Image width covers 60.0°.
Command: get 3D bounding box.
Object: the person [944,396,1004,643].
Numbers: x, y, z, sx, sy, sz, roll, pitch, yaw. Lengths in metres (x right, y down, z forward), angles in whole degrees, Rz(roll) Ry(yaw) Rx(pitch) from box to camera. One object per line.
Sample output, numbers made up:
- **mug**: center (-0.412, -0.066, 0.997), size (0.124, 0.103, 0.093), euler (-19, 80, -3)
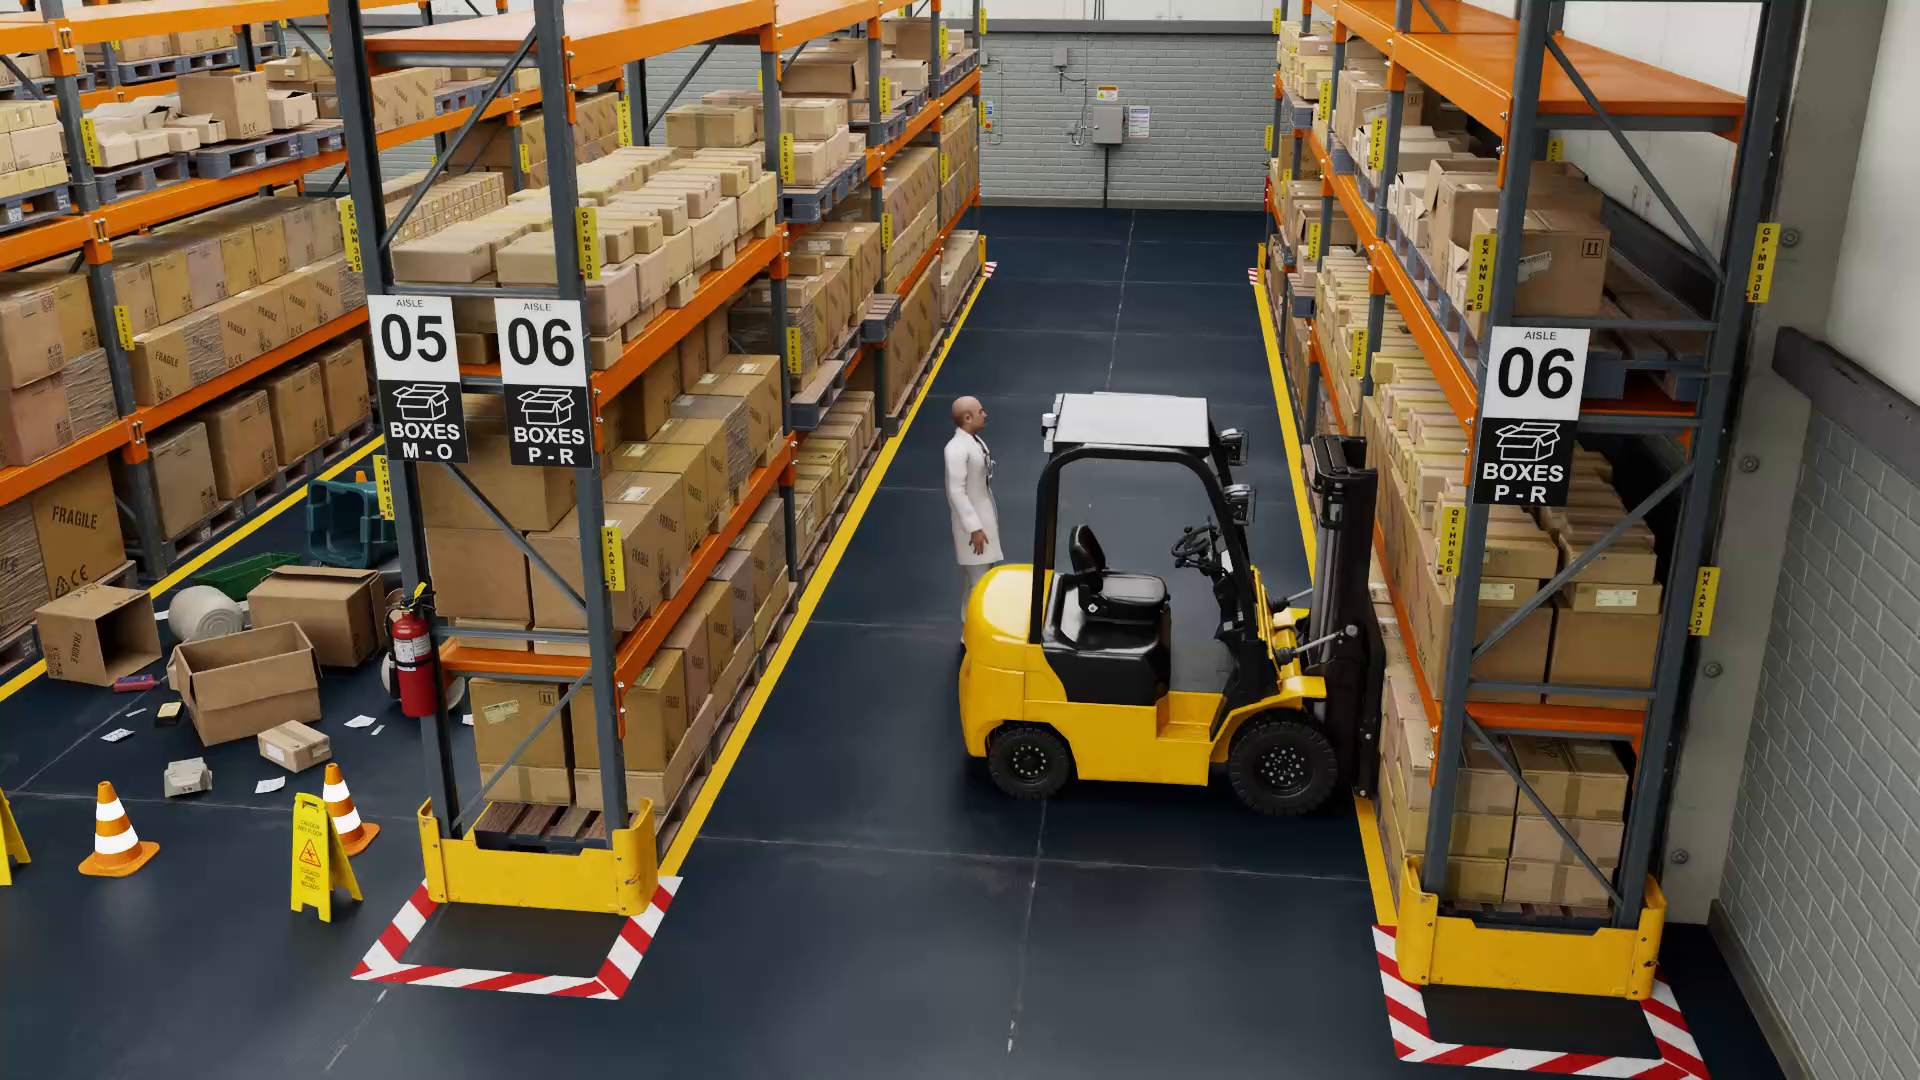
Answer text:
- **person**: center (0.196, -0.104, 11.347), size (0.579, 1.778, 0.698), euler (2, 21, 6)
